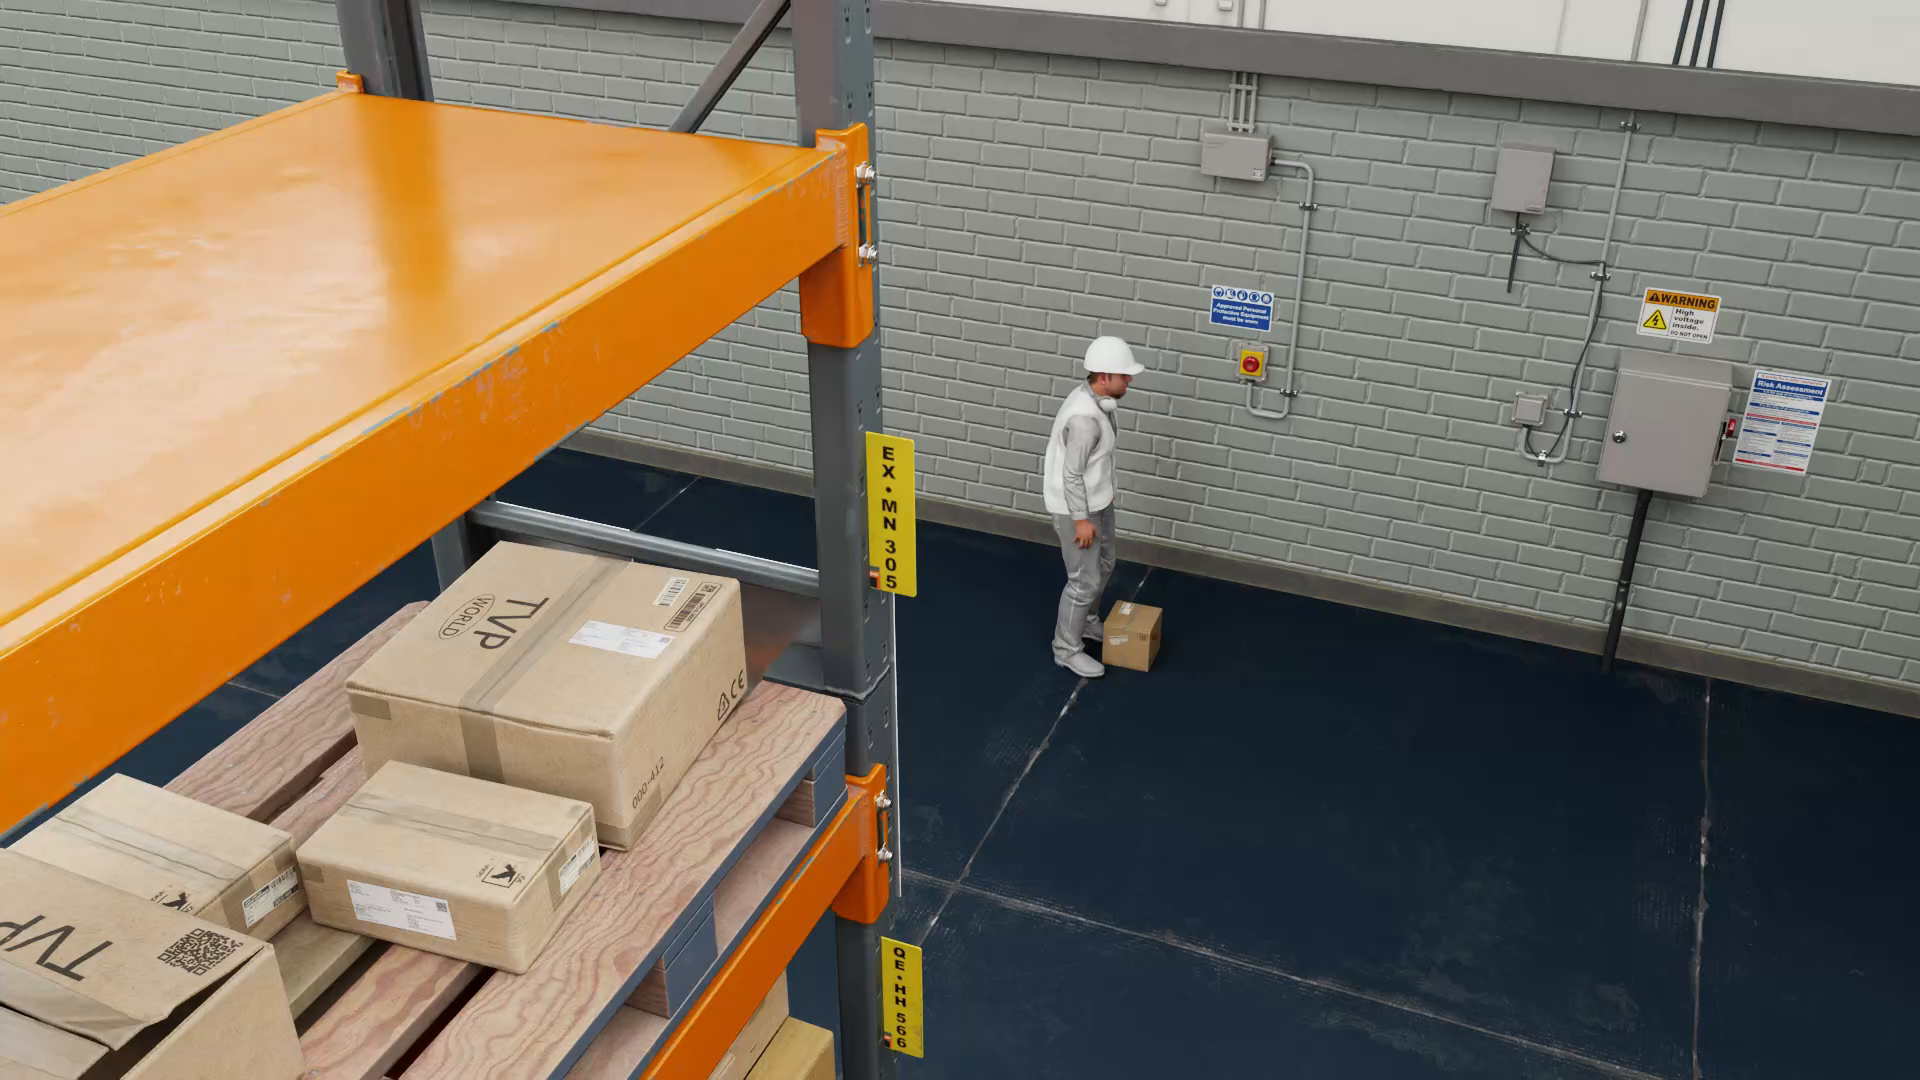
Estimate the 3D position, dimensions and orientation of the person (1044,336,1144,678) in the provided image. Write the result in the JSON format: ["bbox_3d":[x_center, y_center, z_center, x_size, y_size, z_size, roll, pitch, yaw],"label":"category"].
[{"bbox_3d":[0.661,-0.201,8.459,0.464,1.768,0.594,9,31,16],"label":"person"}]
